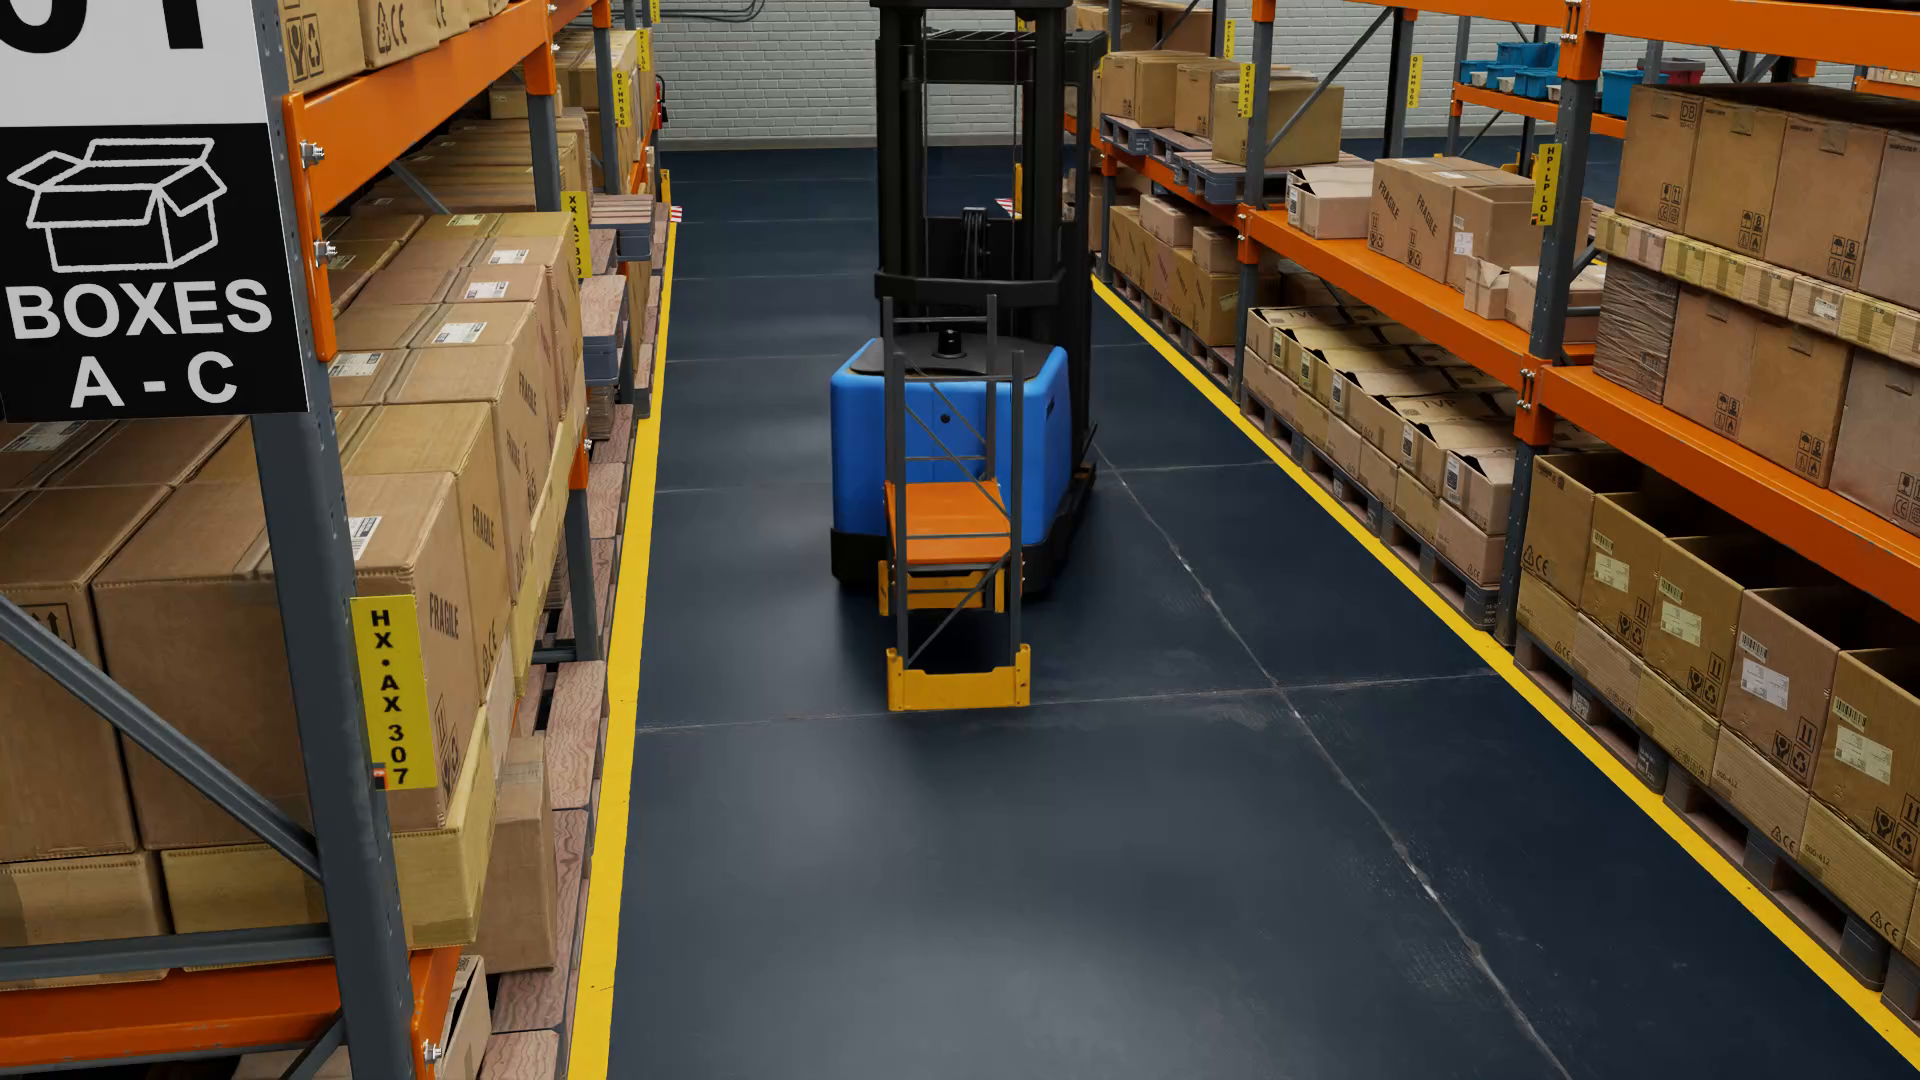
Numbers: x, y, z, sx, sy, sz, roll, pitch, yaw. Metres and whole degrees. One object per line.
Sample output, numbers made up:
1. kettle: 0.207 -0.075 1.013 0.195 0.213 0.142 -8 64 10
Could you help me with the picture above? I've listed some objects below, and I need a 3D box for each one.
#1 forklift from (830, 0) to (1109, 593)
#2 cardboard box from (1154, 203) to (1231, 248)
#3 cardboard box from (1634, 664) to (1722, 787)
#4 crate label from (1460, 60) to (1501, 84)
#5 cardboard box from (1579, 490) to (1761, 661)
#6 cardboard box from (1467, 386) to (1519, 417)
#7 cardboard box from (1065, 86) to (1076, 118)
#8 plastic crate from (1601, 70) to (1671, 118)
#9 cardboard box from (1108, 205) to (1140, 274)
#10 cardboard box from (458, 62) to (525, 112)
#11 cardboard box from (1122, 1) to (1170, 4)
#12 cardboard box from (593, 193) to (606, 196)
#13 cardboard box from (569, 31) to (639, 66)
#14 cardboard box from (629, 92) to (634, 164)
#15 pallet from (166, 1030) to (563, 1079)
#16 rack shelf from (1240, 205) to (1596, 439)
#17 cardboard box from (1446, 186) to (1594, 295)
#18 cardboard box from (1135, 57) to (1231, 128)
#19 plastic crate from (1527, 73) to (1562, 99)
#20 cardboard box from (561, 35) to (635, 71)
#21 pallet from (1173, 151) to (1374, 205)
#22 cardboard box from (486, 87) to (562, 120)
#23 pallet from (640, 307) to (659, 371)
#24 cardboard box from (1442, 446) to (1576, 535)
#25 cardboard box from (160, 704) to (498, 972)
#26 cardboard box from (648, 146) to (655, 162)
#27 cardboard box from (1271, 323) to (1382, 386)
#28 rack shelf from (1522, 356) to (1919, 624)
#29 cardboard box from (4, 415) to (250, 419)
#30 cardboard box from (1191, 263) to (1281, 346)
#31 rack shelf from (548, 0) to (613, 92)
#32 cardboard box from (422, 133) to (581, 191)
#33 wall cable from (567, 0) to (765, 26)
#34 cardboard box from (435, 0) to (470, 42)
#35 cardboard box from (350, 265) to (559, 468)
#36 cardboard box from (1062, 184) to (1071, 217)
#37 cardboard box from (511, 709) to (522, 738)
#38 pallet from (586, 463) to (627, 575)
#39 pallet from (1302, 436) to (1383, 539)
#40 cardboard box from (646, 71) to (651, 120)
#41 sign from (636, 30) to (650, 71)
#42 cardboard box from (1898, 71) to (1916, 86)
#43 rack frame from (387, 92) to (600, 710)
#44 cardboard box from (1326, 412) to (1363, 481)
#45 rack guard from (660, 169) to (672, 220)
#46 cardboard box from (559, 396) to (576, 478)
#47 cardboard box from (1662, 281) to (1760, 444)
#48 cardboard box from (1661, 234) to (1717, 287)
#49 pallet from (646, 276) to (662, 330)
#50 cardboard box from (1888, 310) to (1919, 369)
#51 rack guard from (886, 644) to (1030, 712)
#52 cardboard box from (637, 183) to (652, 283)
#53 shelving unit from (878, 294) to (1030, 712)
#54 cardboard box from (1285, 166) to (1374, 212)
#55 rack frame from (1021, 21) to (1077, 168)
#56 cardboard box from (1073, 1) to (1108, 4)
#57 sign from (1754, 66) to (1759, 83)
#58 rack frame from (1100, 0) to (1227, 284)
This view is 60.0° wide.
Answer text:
1. forklift: 0.168 -1.602 8.816 1.130 2.935 3.031 4 21 10
2. cardboard box: 1.808 -2.422 12.786 0.500 0.250 0.500 -3 21 -9
3. cardboard box: 2.817 0.649 6.022 0.500 0.250 0.500 -3 21 -8
4. crate label: 5.798 -5.216 18.549 0.416 0.233 0.303 -3 21 -8
5. cardboard box: 2.753 0.124 6.356 0.500 0.500 0.500 -3 21 -8
6. cardboard box: 2.960 -0.645 8.684 0.500 0.311 0.500 -4 21 -10
7. cardboard box: 1.285 -4.298 15.795 0.500 0.500 0.500 -2 21 -7
8. plastic crate: 6.260 -4.149 15.474 0.392 0.384 0.575 -3 21 -8
9. cardboard box: 1.591 -2.591 14.309 0.500 0.500 0.500 -4 21 -10
10. cardboard box: -2.884 -2.790 10.231 0.500 0.250 0.500 -2 21 -6
11. cardboard box: 1.749 -4.963 16.146 0.500 0.500 0.500 -2 21 -6
12. cardboard box: -2.381 -2.117 10.426 0.380 0.149 0.250 -3 21 -9
13. cardboard box: -2.818 -3.882 13.155 0.500 0.250 0.500 -2 21 -6
14. cardboard box: -2.516 -2.829 11.408 0.500 0.500 0.500 -3 21 -8
15. pallet: -1.502 1.668 3.950 1.003 0.211 1.213 -3 21 -8
16. rack shelf: 2.627 -1.321 8.994 1.077 0.370 4.000 -3 21 -8
17. cardboard box: 2.745 -1.461 8.199 0.500 0.500 0.500 -1 21 -4
18. cardboard box: 1.771 -3.569 13.241 0.700 0.500 0.500 0 20 1
19. plastic crate: 6.031 -4.657 17.050 0.416 0.233 0.300 -3 21 -8
20. cardboard box: -2.754 -3.705 12.679 0.500 0.250 0.500 -2 21 -7
21. pallet: 2.172 -2.492 11.374 1.213 0.211 1.003 -3 21 -8
22. cardboard box: -2.422 -2.427 9.229 0.380 0.149 0.250 -6 21 -17
23. pallet: -2.774 -1.491 12.407 1.003 0.211 1.213 -3 21 -8
24. cardboard box: 2.574 -0.262 7.660 0.500 0.311 0.500 -3 21 -8
25. cardboard box: -1.165 0.547 3.151 0.500 0.250 0.500 -4 21 -9
26. cardboard box: -3.317 -3.926 16.986 0.380 0.149 0.250 -3 21 -8
27. cardboard box: 2.208 -1.144 10.020 0.500 0.311 0.500 -3 21 -9
28. rack shelf: 3.204 0.064 5.286 1.077 0.370 4.000 -3 21 -8
29. cardboard box: -1.829 -0.126 3.880 0.500 0.500 0.500 -3 21 -9
30. cardboard box: 1.972 -1.697 11.918 0.500 0.500 0.500 -2 21 -6
31. rack shelf: -2.274 -2.475 7.796 1.077 0.370 4.000 -3 21 -8
32. cardboard box: -2.283 -1.760 8.369 0.700 0.500 0.500 -3 21 -8
33. wall cable: -4.177 -8.201 22.250 3.097 2.526 0.112 -3 21 -8
34. cardboard box: -1.331 -1.286 3.415 0.500 0.500 0.500 -2 21 -5
35. cardboard box: -1.472 -0.509 4.906 0.500 0.500 0.500 -4 21 -9
36. cardboard box: 1.128 -3.489 17.073 0.500 0.250 0.500 -3 21 -8
37. cardboard box: -1.797 0.608 5.745 0.500 0.500 0.500 -4 21 -12
38. pallet: -2.279 -0.101 8.684 1.003 0.211 1.213 -3 21 -8
39. pallet: 2.592 -0.336 9.313 1.003 0.211 1.213 -3 21 -8
40. cardboard box: -3.415 -4.318 15.561 0.980 0.700 0.700 -4 21 -10
41. sign: -2.603 -4.020 13.651 0.100 0.325 0.005 -3 21 -8
42. cardboard box: 10.790 -5.184 18.668 0.380 0.149 0.250 -3 21 -9
43. rack frame: -1.986 -0.714 6.341 1.000 3.000 0.127 -3 21 -8
44. cardboard box: 2.352 -0.532 9.182 0.500 0.250 0.500 -2 21 -7
45. rack guard: -3.719 -3.706 17.925 1.175 0.500 0.348 -3 21 -8
46. cardboard box: -1.554 -0.332 5.503 0.500 0.250 0.500 -3 21 -8
47. cardboard box: 3.068 -0.677 6.098 0.700 0.500 0.500 -3 21 -8
48. cardboard box: 2.838 -1.037 6.136 0.380 0.149 0.250 -3 21 -9
49. pallet: -2.953 -1.914 13.540 1.003 0.211 1.213 -3 21 -8
50. cardboard box: 3.023 -0.591 4.941 0.380 0.149 0.250 -3 21 -8
51. rack guard: -0.007 0.567 6.841 0.587 0.250 0.087 -2 21 -4
52. cardboard box: -2.917 -2.455 13.475 0.750 0.750 0.750 -3 21 -7
53. shelving unit: -0.048 -0.192 7.088 0.587 1.500 1.083 -2 21 -4
54. cardboard box: 2.348 -2.180 10.394 0.500 0.311 0.500 -2 21 -4
55. rack frame: 1.186 -5.120 18.138 1.000 3.000 0.127 -3 21 -8
56. cardboard box: 1.213 -4.939 16.080 0.500 0.500 0.500 -3 21 -8
57. sign: 7.209 -4.141 15.119 0.100 0.325 0.005 -3 21 -8
58. rack frame: 1.762 -3.735 14.430 1.000 3.000 0.127 -3 21 -8
